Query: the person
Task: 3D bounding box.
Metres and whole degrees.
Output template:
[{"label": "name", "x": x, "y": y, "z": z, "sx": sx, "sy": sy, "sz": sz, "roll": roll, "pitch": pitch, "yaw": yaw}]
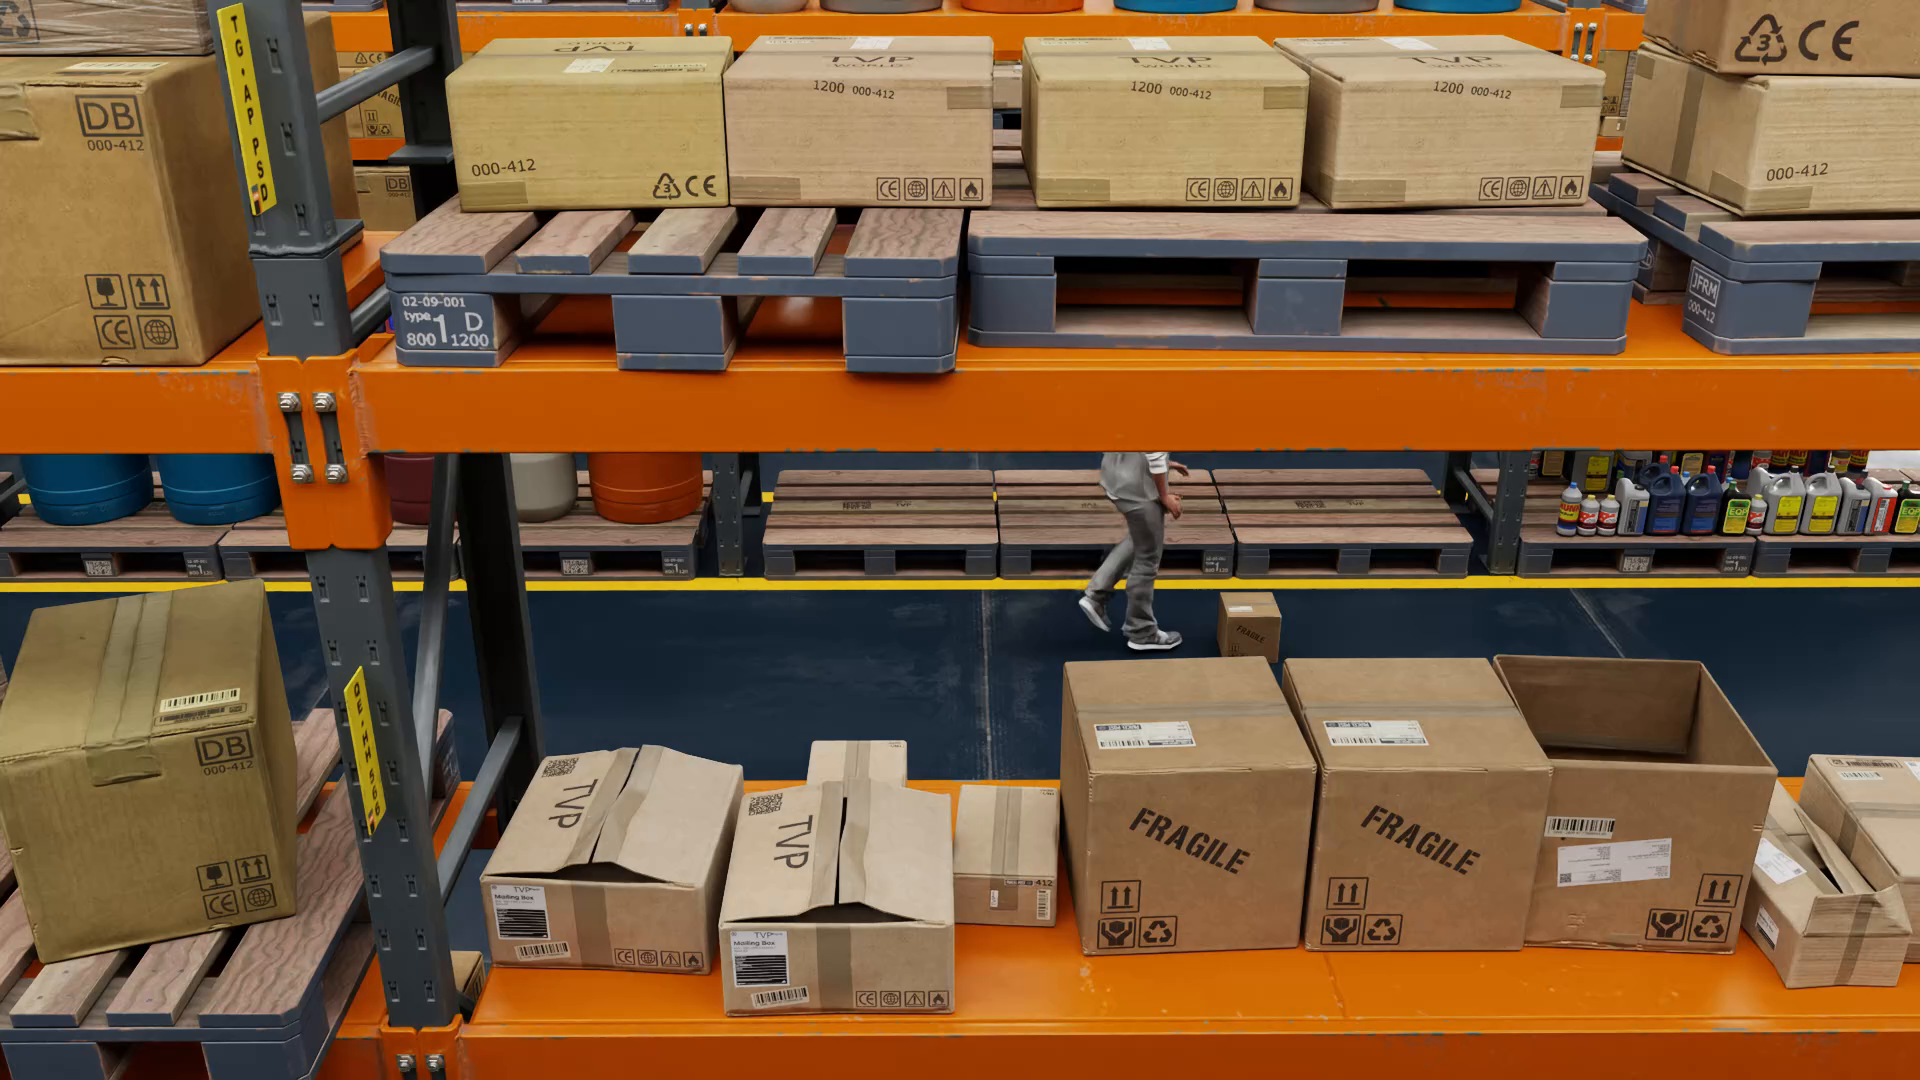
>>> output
[{"label": "person", "x": 0.842, "y": -0.231, "z": 7.597, "sx": 0.544, "sy": 1.589, "sz": 0.428, "roll": -7, "pitch": 25, "yaw": -16}]
